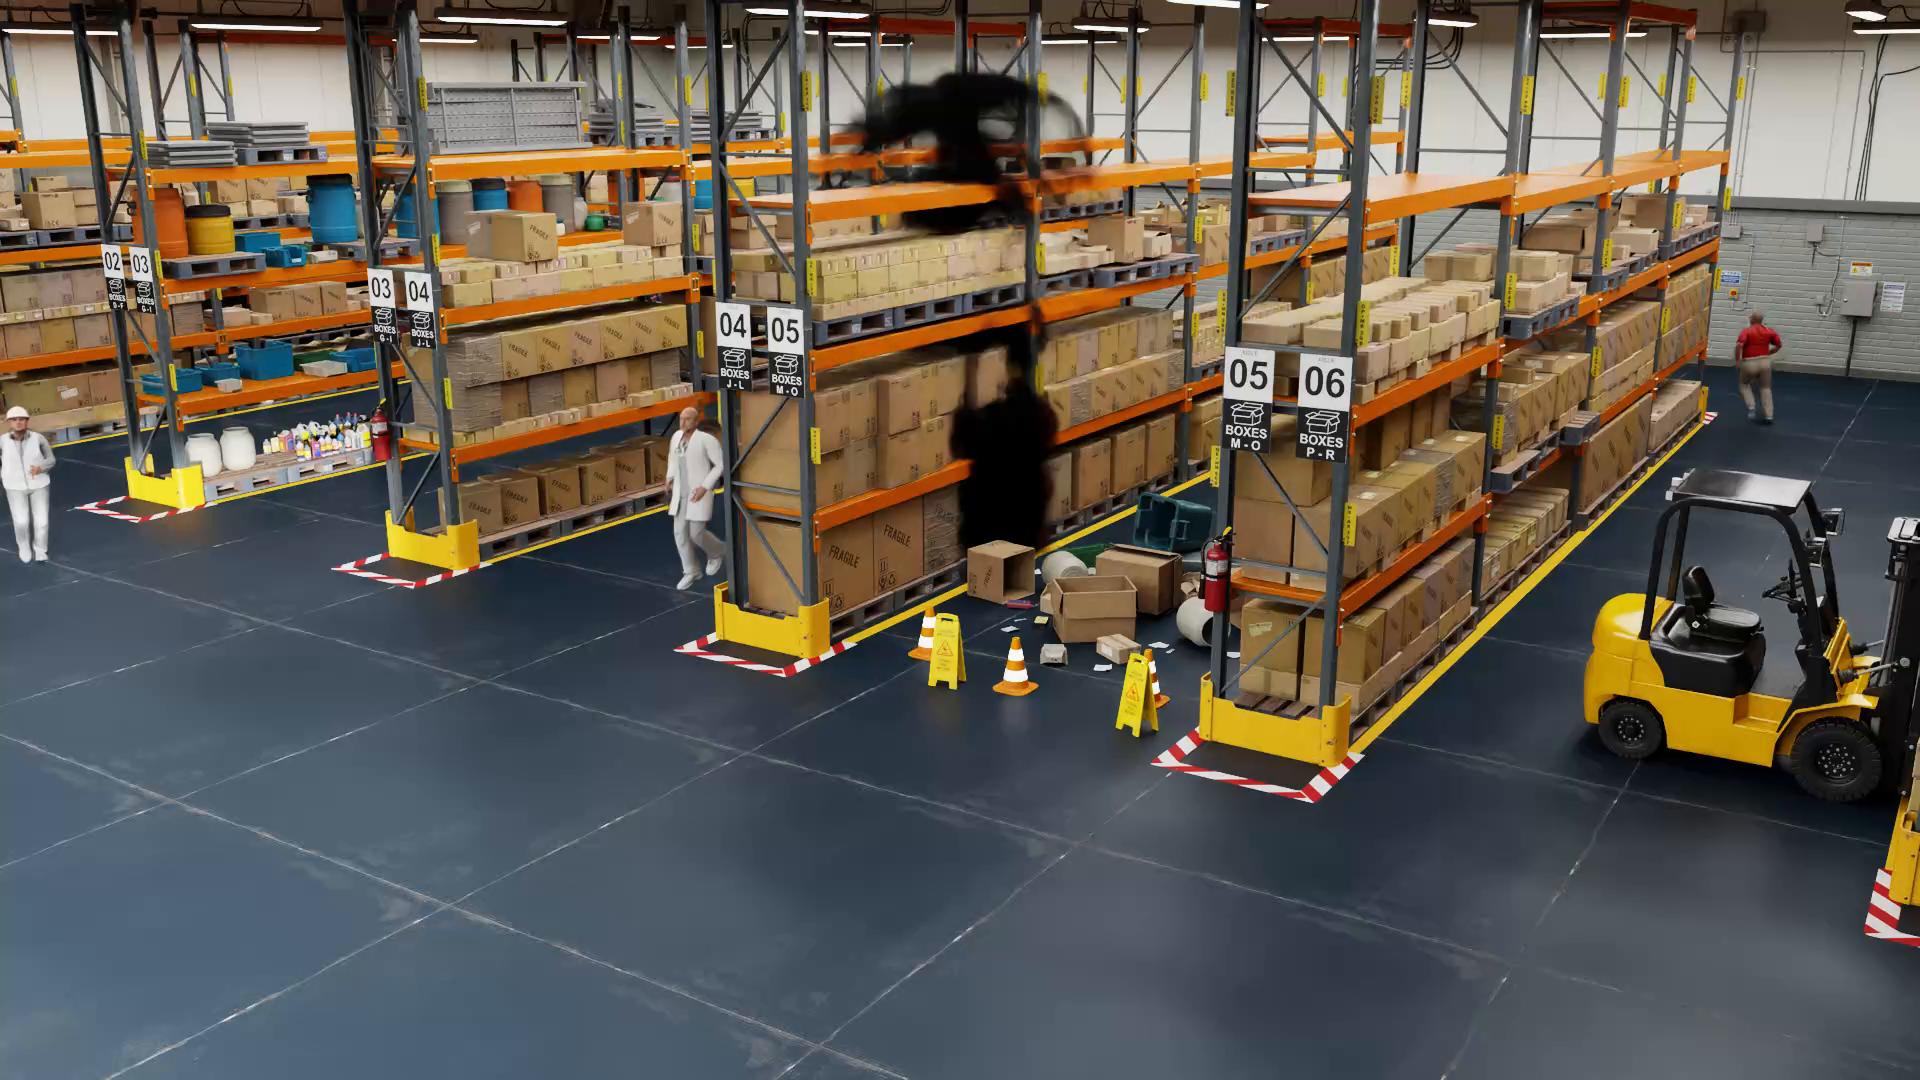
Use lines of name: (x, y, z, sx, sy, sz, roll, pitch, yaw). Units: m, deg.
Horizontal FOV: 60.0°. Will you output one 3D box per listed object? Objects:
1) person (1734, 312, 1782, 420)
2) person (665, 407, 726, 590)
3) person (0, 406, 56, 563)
person: (12.287, -2.674, 25.748, 0.721, 1.724, 0.648, 2, 16, 9)
person: (-2.633, -0.407, 16.565, 0.717, 1.699, 0.736, 8, 17, 25)
person: (-10.114, -0.580, 18.009, 0.641, 1.733, 0.646, -9, 18, -31)
